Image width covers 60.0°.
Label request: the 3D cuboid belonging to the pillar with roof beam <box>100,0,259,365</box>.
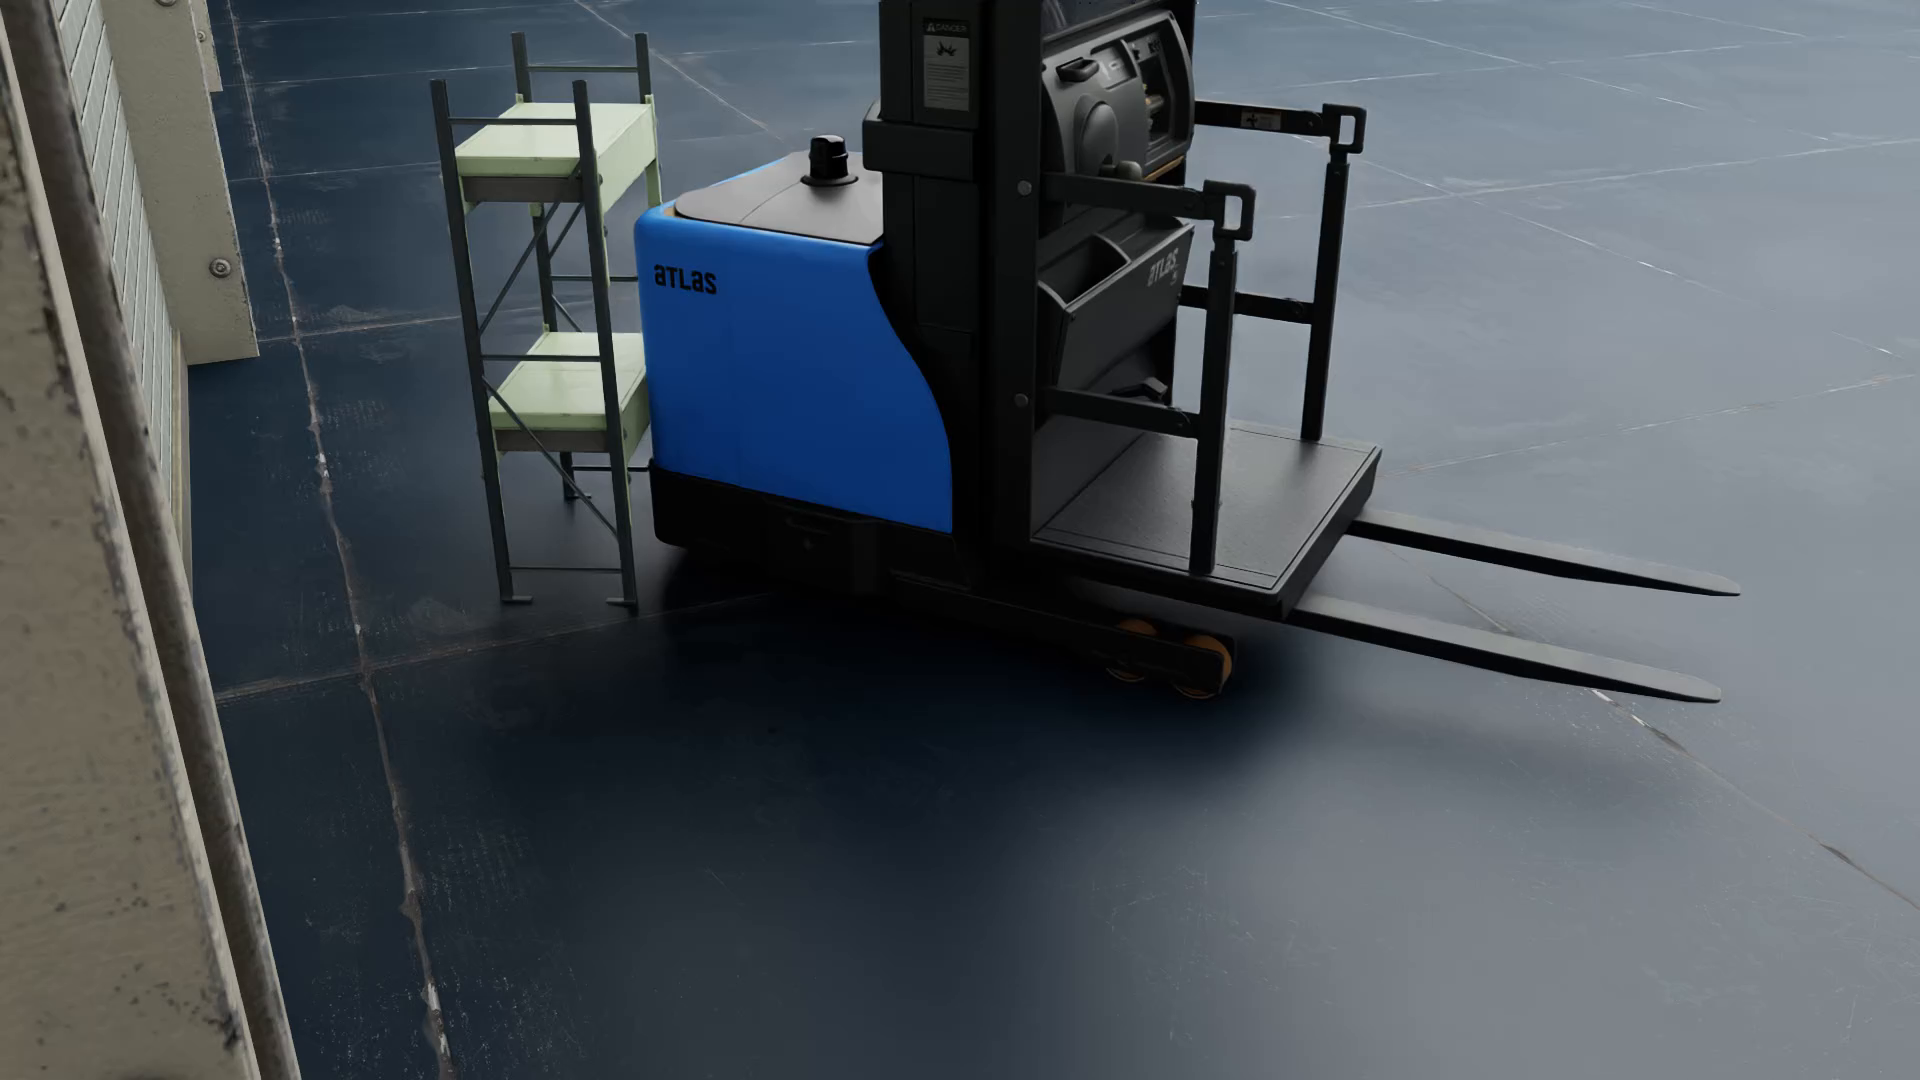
[{"bbox_3d":[0.882,-5.587,6.436,9.100,9.000,0.400,-11,28,-21],"label":"pillar with roof beam"}]

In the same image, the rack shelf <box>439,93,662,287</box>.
[{"bbox_3d":[-1.132,-1.006,4.711,0.431,0.370,0.720,1,26,2],"label":"rack shelf"}]

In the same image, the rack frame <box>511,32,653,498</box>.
[{"bbox_3d":[-1.118,-0.816,5.211,0.400,1.500,0.023,1,26,2],"label":"rack frame"}]

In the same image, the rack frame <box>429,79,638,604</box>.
[{"bbox_3d":[-1.147,-0.495,4.554,0.400,1.500,0.023,1,26,2],"label":"rack frame"}]

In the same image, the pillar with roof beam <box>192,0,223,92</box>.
[{"bbox_3d":[-1.468,-8.009,11.397,9.100,9.000,0.400,-11,28,-21],"label":"pillar with roof beam"}]

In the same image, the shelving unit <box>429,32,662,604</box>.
[{"bbox_3d":[-1.132,-0.655,4.882,0.431,1.500,0.755,1,26,2],"label":"shelving unit"}]

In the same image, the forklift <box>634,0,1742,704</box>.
[{"bbox_3d":[0.609,-1.164,4.293,3.031,2.935,1.130,13,29,24],"label":"forklift"}]

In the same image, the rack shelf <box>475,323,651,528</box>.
[{"bbox_3d":[-1.132,-0.362,5.025,0.431,0.370,0.720,1,26,2],"label":"rack shelf"}]
